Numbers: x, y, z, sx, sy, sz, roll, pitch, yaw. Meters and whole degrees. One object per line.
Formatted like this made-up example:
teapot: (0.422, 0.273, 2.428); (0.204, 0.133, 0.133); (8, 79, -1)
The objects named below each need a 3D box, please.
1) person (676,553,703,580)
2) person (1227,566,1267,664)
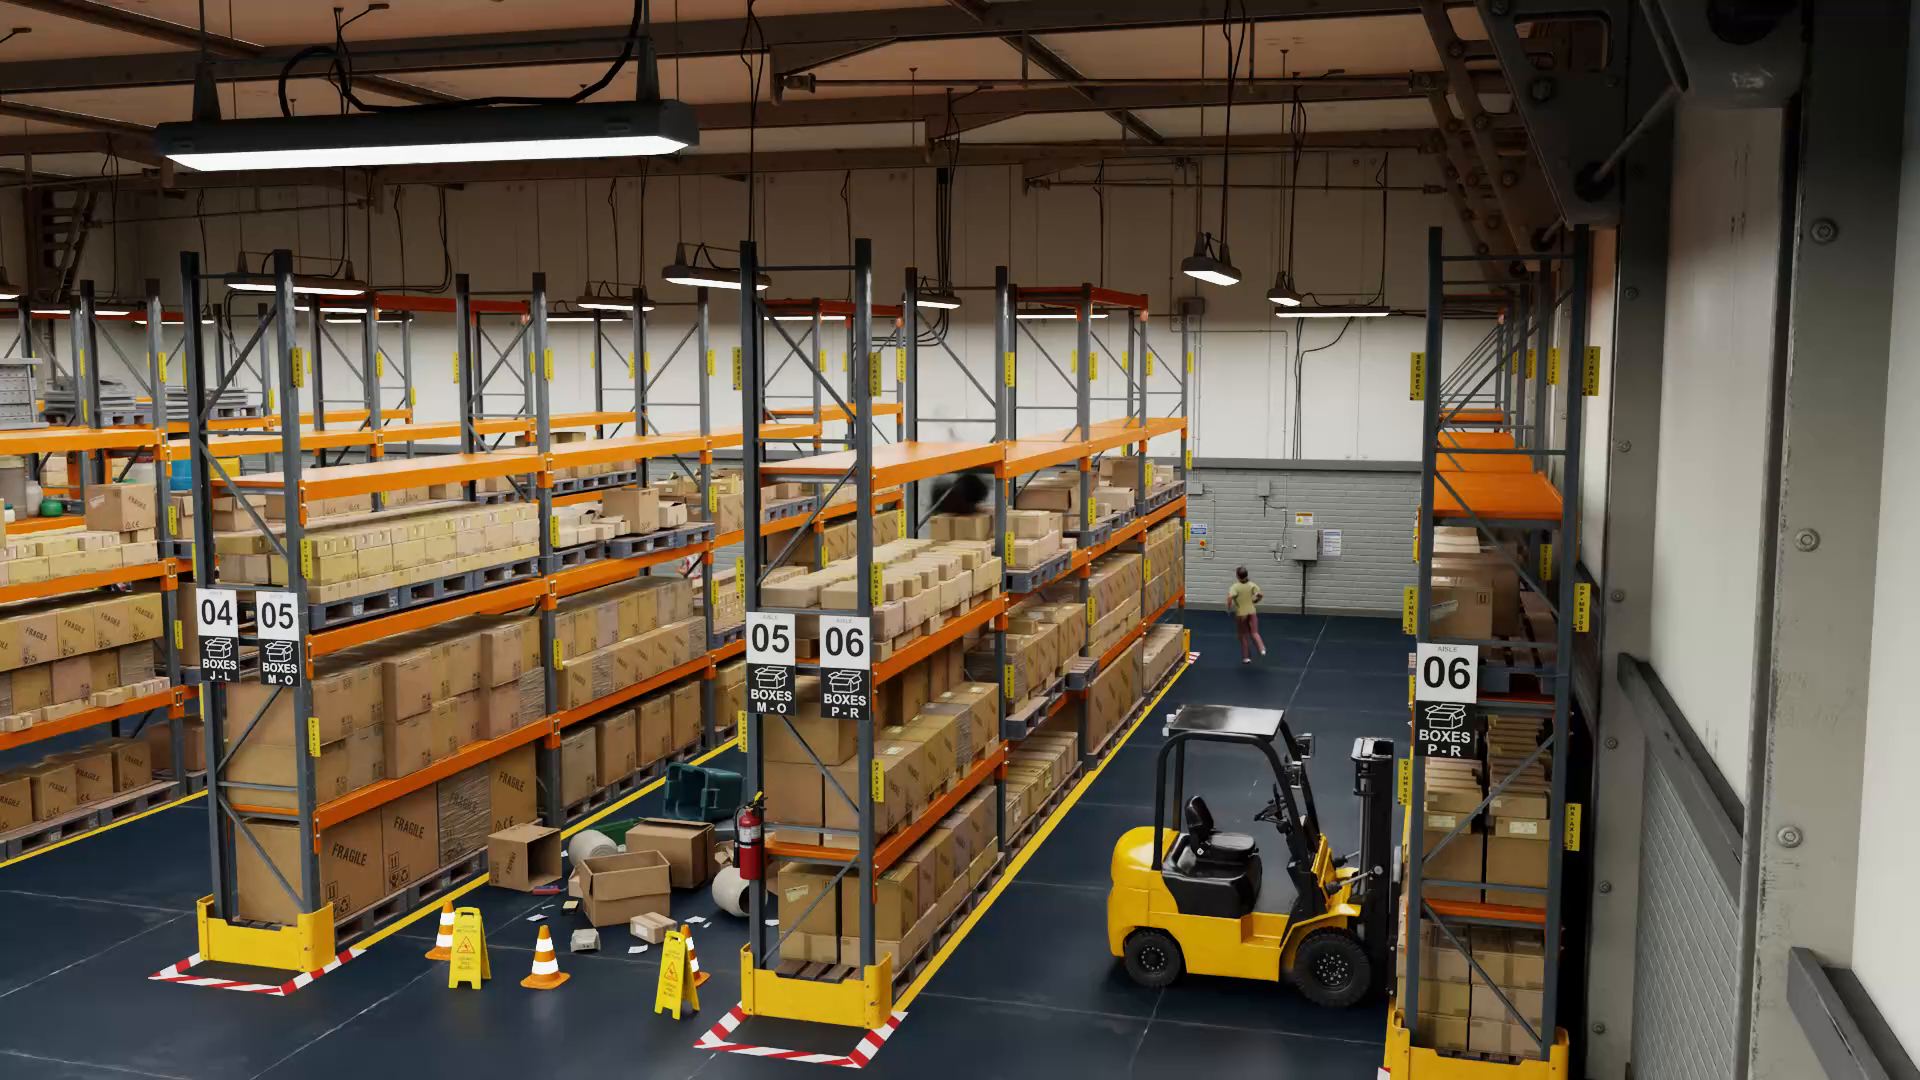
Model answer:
person: (-5.065, 0.799, 31.309); (0.667, 1.802, 0.620); (-5, 8, -37)
person: (4.700, 1.263, 27.572); (0.633, 1.658, 0.831); (-1, 6, -9)
